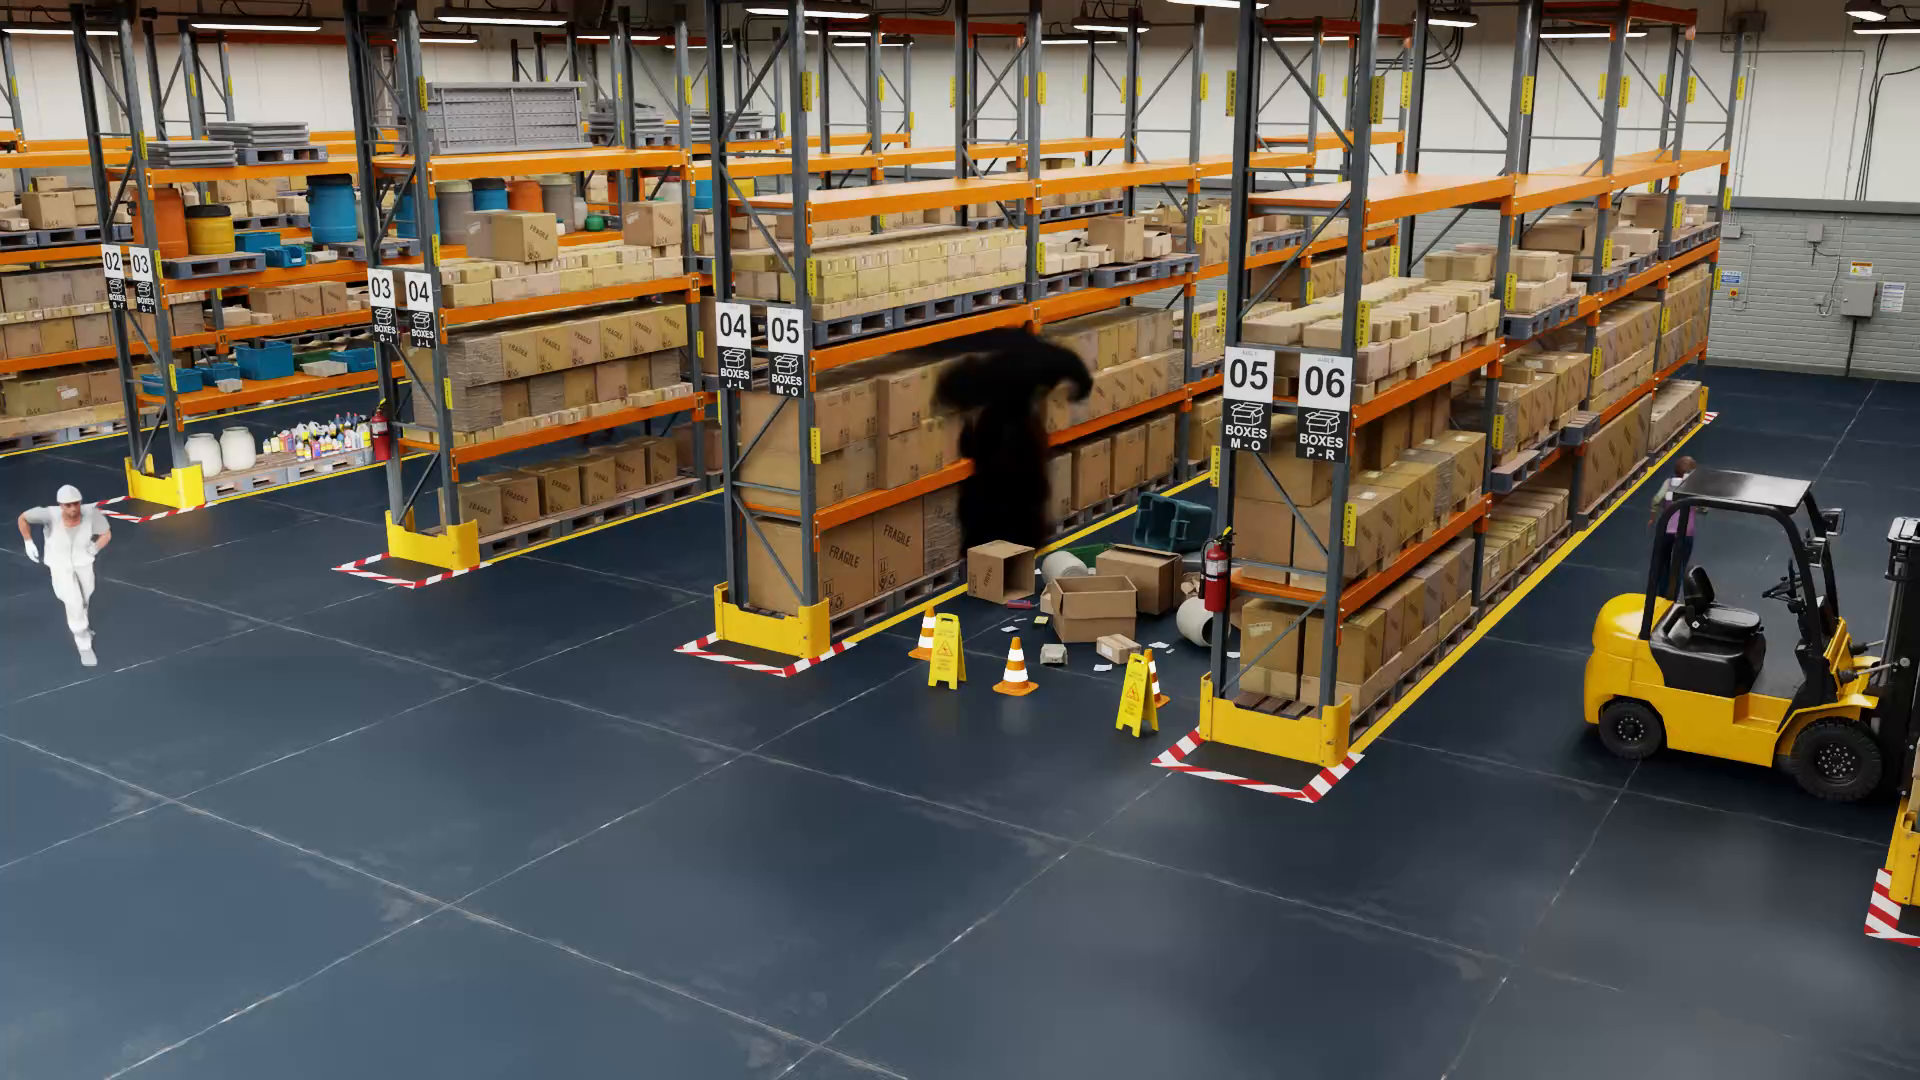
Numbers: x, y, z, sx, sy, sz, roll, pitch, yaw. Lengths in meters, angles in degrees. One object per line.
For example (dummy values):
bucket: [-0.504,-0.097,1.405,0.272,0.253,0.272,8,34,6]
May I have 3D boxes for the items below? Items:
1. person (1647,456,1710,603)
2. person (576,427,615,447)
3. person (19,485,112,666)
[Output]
person: [7.031,-0.029,16.332,0.545,1.570,0.925,7,17,24]
person: [-5.263,-2.208,24.122,0.607,1.693,0.683,6,17,20]
person: [-8.126,0.277,15.193,0.712,1.727,1.034,-11,19,-35]
